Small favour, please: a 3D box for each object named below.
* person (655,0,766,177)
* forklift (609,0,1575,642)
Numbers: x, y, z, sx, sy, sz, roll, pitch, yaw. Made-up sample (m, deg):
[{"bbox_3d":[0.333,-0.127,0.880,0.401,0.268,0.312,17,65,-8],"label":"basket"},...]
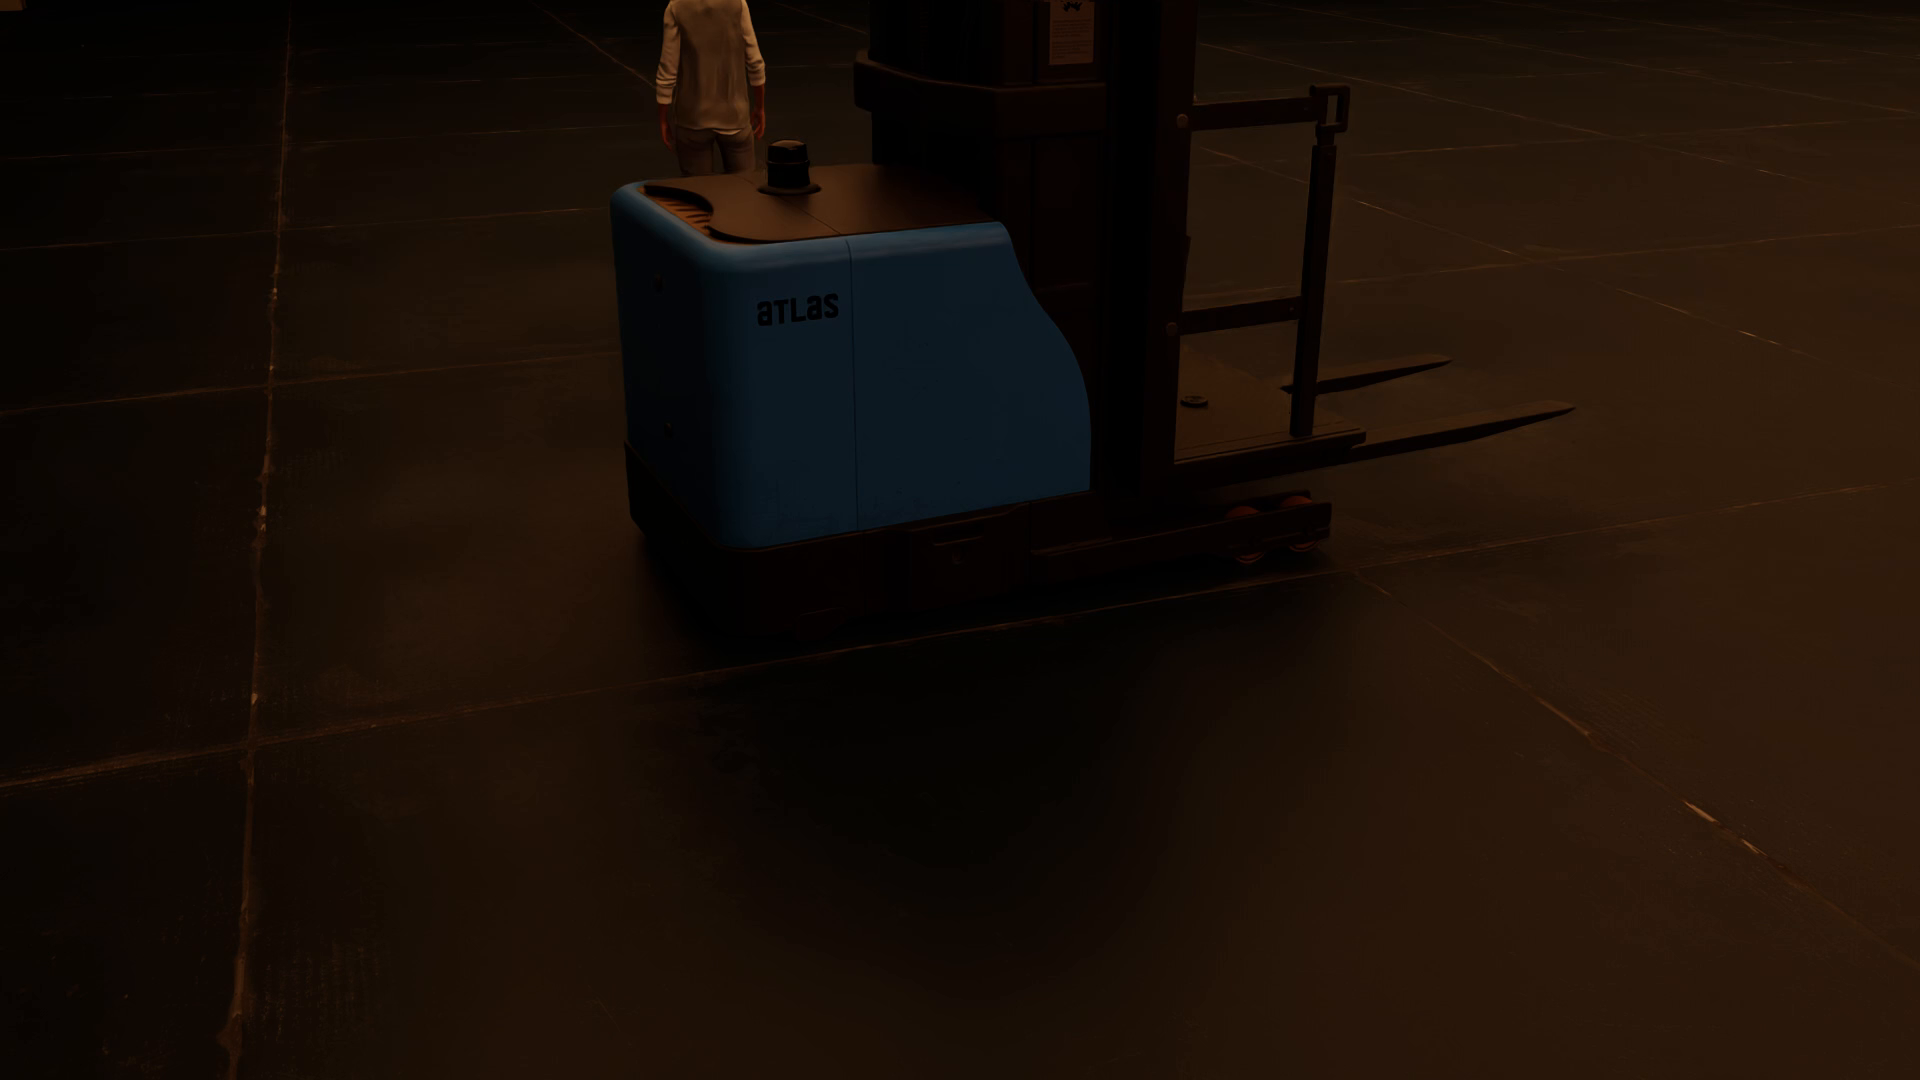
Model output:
[{"bbox_3d":[-1.120,-1.868,7.464,0.499,1.610,0.437,-8,24,-18],"label":"person"},{"bbox_3d":[0.550,-1.456,4.761,3.031,2.935,1.130,-10,25,-23],"label":"forklift"}]
